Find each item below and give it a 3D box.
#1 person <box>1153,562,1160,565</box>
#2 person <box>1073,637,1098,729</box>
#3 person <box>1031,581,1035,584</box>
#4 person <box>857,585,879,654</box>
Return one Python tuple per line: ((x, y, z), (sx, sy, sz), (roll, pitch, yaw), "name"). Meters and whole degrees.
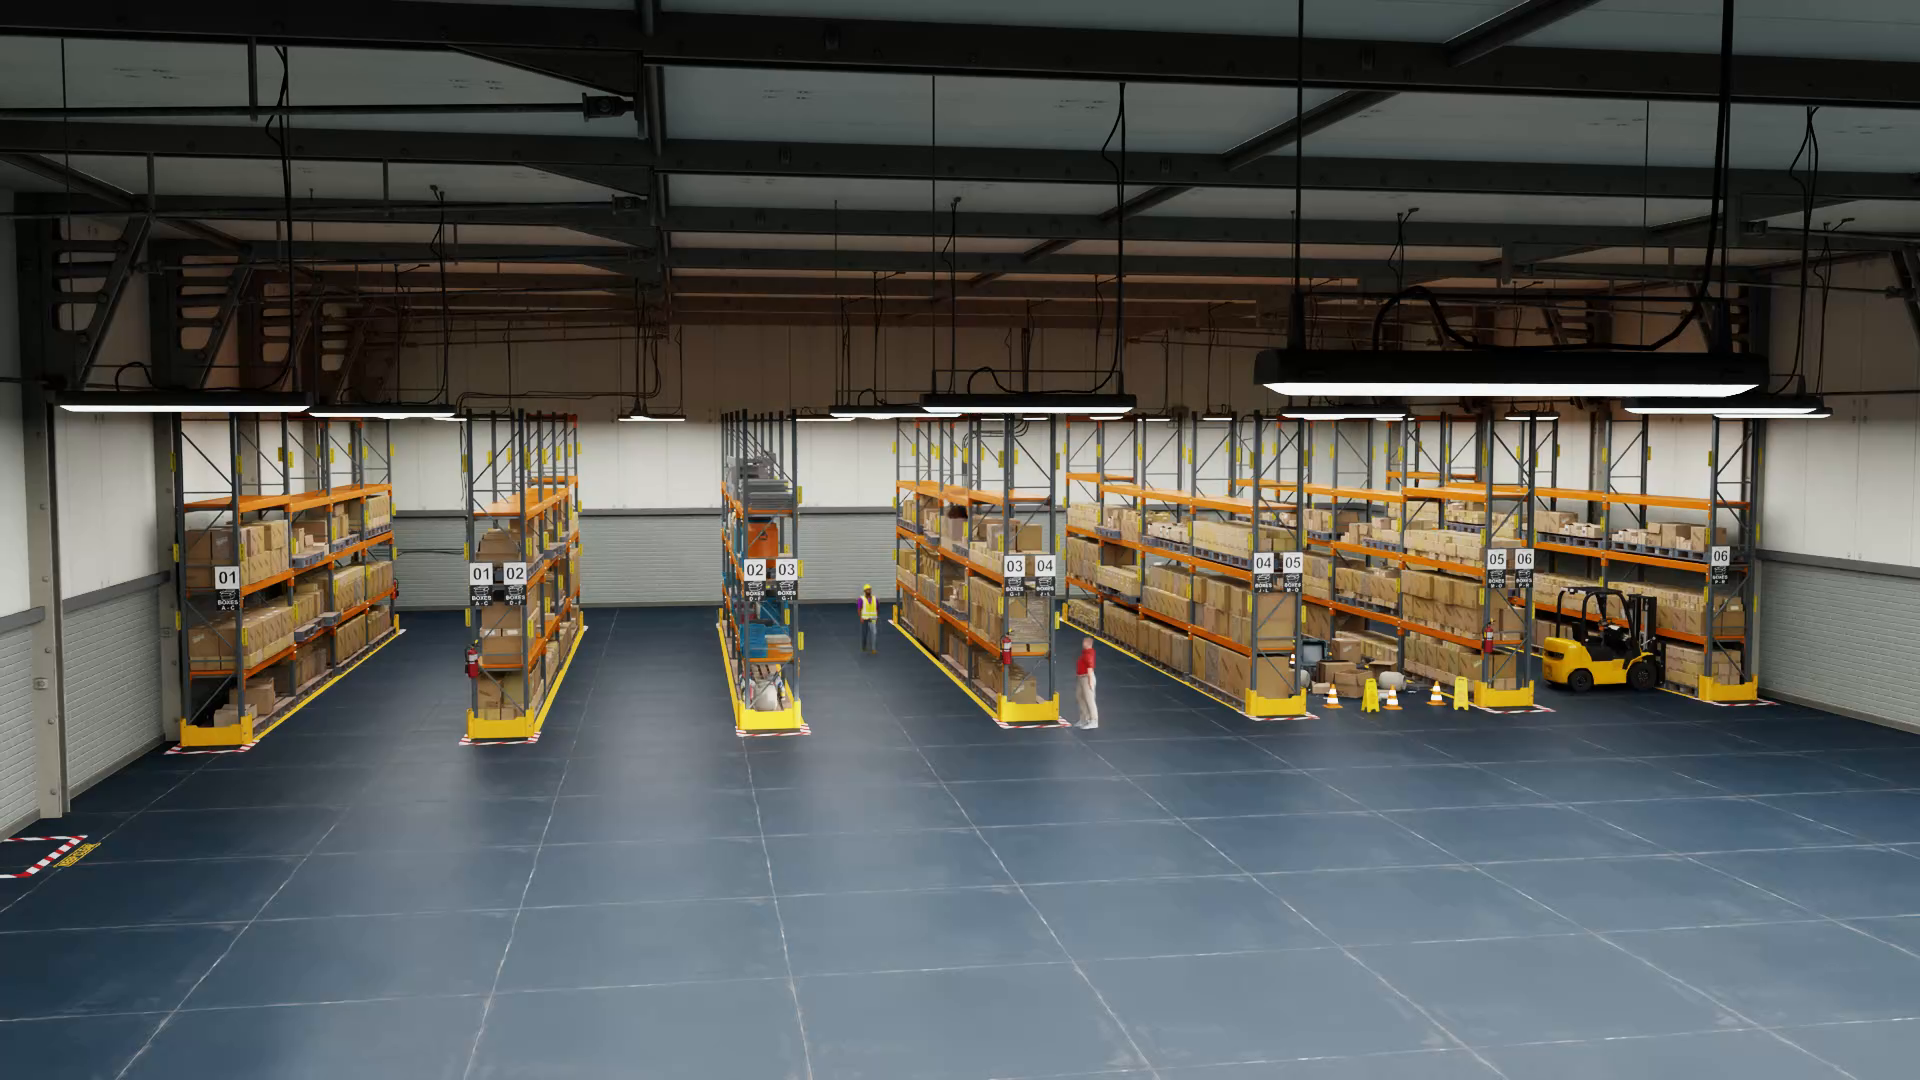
((5.563, 1.522, 47.770), (0.633, 1.755, 0.610), (-1, 4, -9), "person")
((2.362, 2.685, 31.330), (0.399, 1.763, 0.731), (-1, 4, -11), "person")
((1.893, 1.621, 47.011), (0.417, 1.706, 0.509), (-3, 5, -35), "person")
((-2.269, 1.970, 41.371), (0.576, 1.711, 1.008), (-1, 4, -12), "person")
